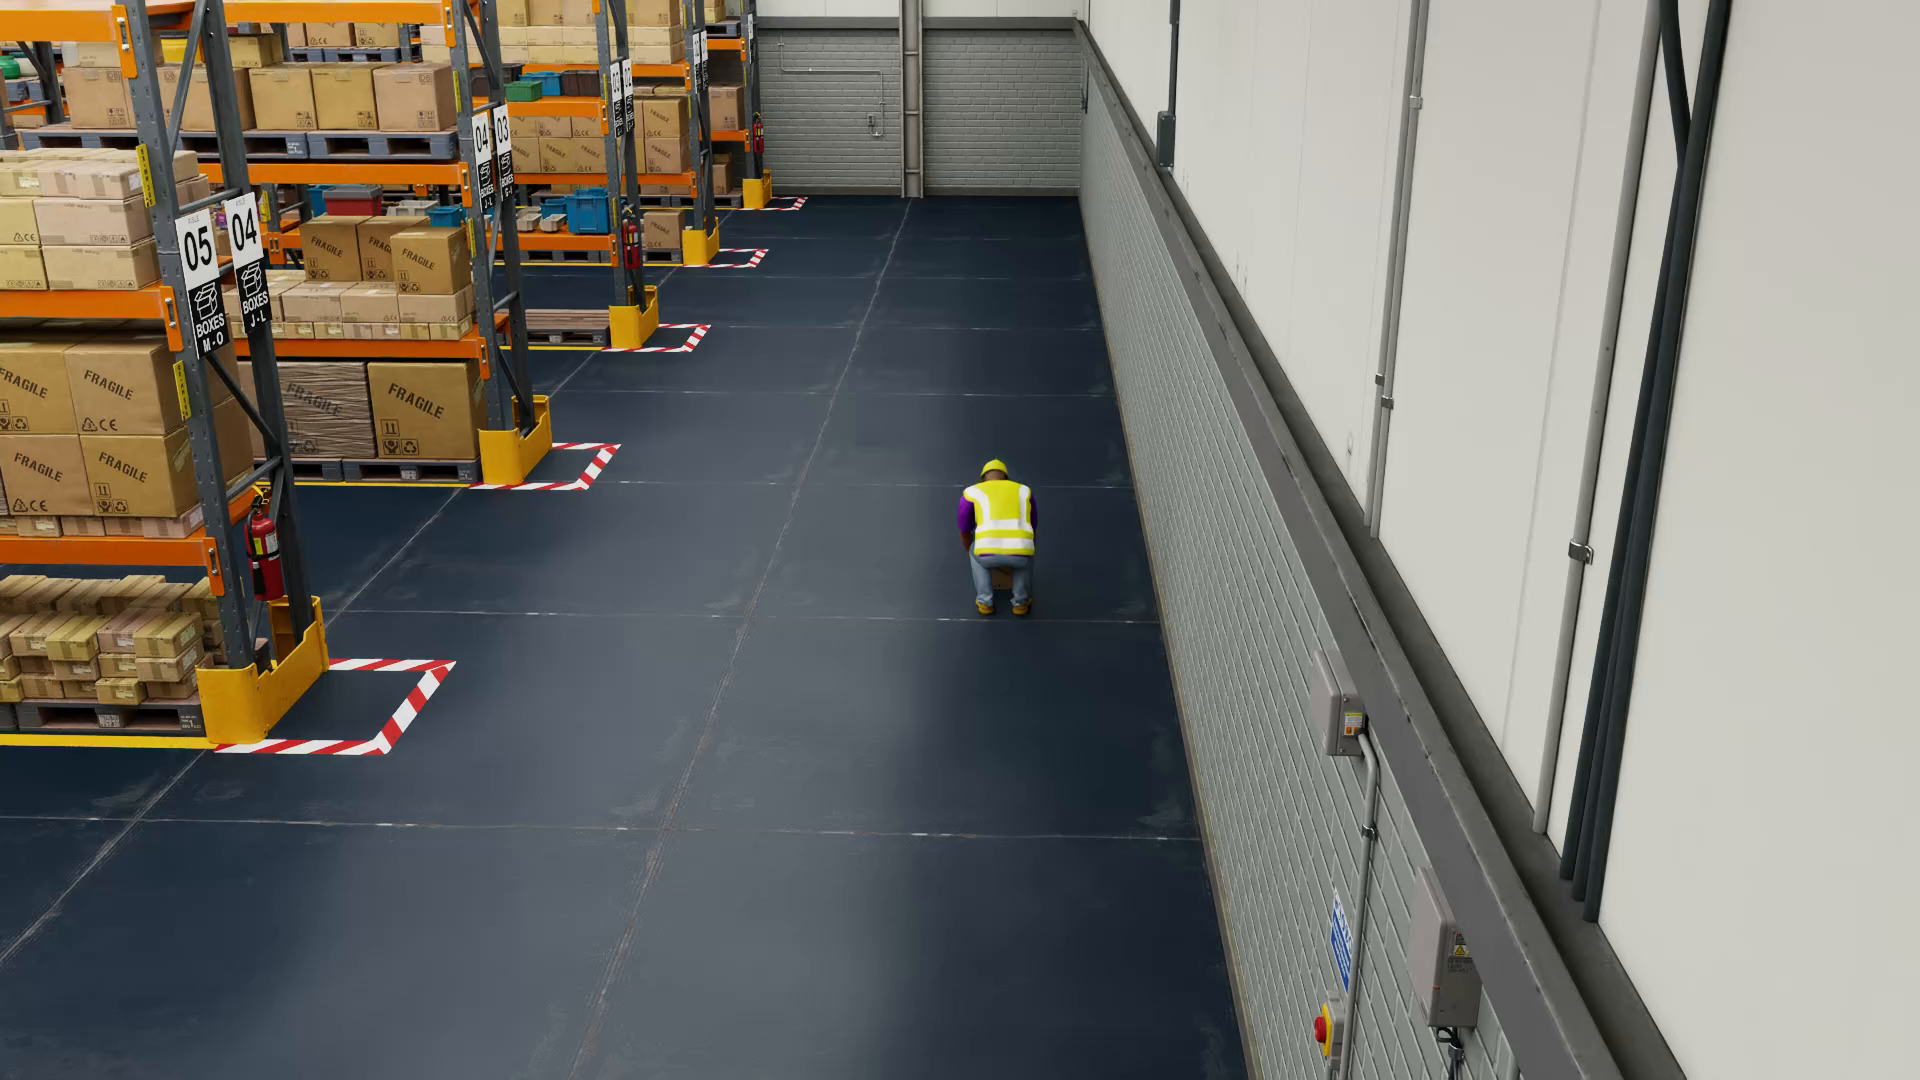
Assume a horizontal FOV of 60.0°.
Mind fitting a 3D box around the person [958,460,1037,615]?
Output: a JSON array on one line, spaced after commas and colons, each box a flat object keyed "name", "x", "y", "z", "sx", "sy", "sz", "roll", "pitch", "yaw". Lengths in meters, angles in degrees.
[{"name": "person", "x": 0.275, "y": -0.007, "z": 12.167, "sx": 0.584, "sy": 0.994, "sz": 0.891, "roll": 1, "pitch": 21, "yaw": 2}]
